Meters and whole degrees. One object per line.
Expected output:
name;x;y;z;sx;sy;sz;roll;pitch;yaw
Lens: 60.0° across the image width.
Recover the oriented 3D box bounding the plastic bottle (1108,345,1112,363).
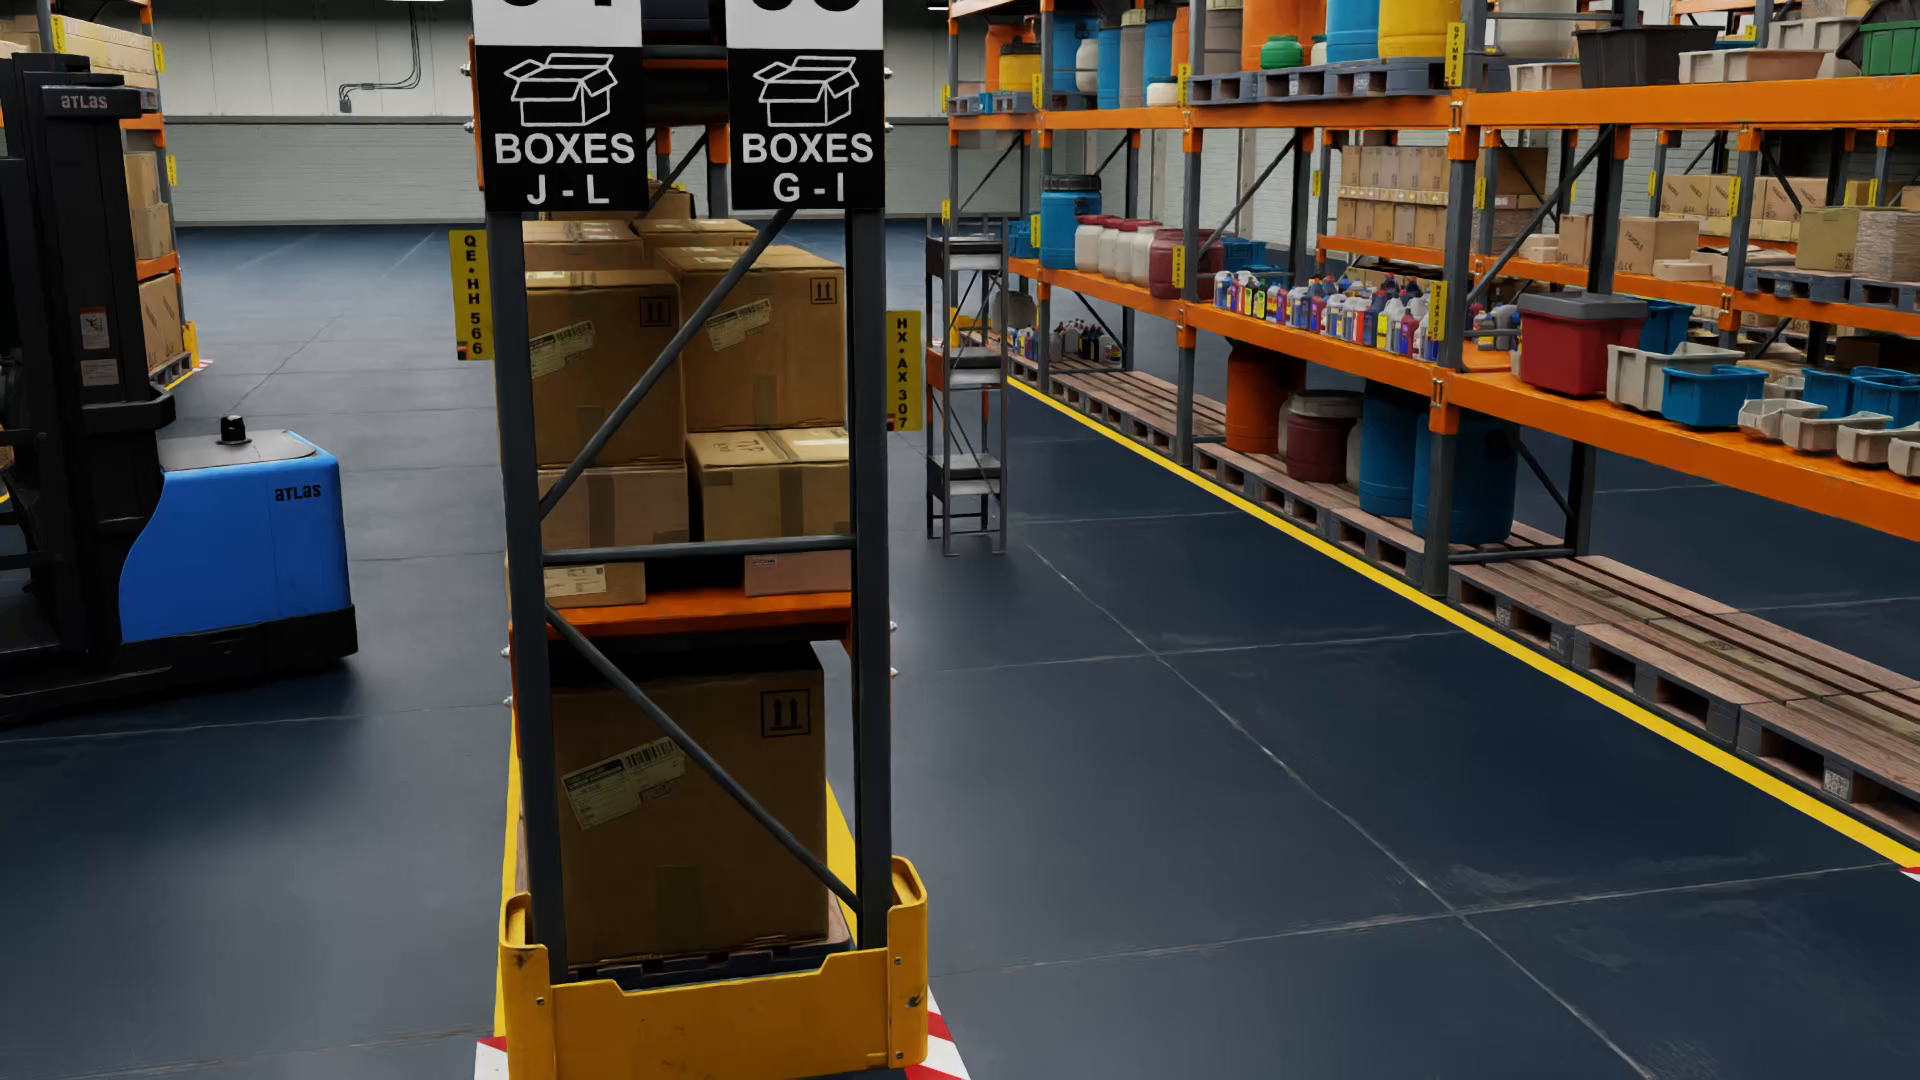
plastic bottle;1.629;-1.986;17.705;0.097;0.201;0.097;0;14;0

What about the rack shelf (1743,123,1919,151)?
rack shelf;7.527;-3.009;12.119;1.077;0.370;4.000;-3;14;-13

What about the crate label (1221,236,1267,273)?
crate label;2.271;-2.349;14.147;0.502;0.435;0.616;-3;14;-13

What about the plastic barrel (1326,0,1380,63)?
plastic barrel;2.631;-3.455;10.486;0.600;0.901;0.708;-3;14;-13

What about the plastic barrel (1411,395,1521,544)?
plastic barrel;3.070;-0.476;10.091;0.600;0.901;0.708;-3;14;-13

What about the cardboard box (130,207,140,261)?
cardboard box;-9.006;-3.132;17.110;0.875;0.550;0.550;-3;14;-13

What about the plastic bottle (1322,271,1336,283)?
plastic bottle;2.805;-1.908;12.663;0.061;0.283;0.133;-3;14;-13

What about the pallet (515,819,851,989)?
pallet;-0.958;1.209;5.536;1.003;0.211;1.213;-3;14;-13

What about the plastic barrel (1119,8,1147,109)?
plastic barrel;1.786;-4.455;15.465;0.600;0.901;0.600;0;14;0

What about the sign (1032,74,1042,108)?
sign;0.765;-4.444;16.457;0.100;0.325;0.005;-3;14;-13

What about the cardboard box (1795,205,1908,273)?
cardboard box;7.315;-2.476;13.648;0.700;0.500;0.500;-9;16;-32

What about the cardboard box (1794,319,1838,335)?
cardboard box;10.649;-2.799;20.404;0.500;0.500;0.500;-4;14;-17

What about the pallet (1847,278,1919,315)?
pallet;7.518;-1.821;12.466;1.003;0.211;1.213;-3;14;-13

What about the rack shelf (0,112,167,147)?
rack shelf;-8.827;-4.050;16.380;1.077;0.370;4.000;-3;14;-13

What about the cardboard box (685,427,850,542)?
cardboard box;-0.544;-0.163;4.965;0.500;0.250;0.500;-4;14;-15

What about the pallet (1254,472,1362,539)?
pallet;2.750;-0.273;11.598;1.003;0.211;1.213;-3;14;-13

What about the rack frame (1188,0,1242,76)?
rack frame;2.241;-5.002;12.440;1.000;3.000;0.127;-3;14;-13

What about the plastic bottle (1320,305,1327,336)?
plastic bottle;2.430;-1.452;10.967;0.097;0.201;0.097;0;14;0

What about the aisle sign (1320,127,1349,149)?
aisle sign;4.865;-5.469;21.516;0.394;0.787;0.004;-3;14;-13

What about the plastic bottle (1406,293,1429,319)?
plastic bottle;2.787;-1.343;10.207;0.144;0.351;0.185;-3;14;-13

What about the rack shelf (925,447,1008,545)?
rack shelf;0.039;-0.289;10.691;0.431;0.518;0.480;-3;14;-13

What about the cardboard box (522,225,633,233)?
cardboard box;-1.661;-1.086;7.161;0.500;0.500;0.500;-3;14;-13

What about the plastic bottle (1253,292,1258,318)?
plastic bottle;2.170;-1.707;12.014;0.097;0.201;0.097;0;14;0

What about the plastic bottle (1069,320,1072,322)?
plastic bottle;1.265;-2.402;19.236;0.061;0.283;0.133;-3;14;-12

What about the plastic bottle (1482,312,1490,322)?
plastic bottle;3.333;-1.332;10.475;0.097;0.201;0.097;0;14;0

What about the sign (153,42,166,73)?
sign;-8.766;-5.280;18.199;0.100;0.325;0.005;-3;14;-13

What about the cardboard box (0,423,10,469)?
cardboard box;-7.473;-0.815;11.798;1.050;0.750;0.750;-3;14;-14

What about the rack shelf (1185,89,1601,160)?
rack shelf;2.711;-2.734;10.993;1.077;0.370;4.000;-3;14;-13

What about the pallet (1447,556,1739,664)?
pallet;3.391;0.357;9.020;1.003;0.211;1.213;-3;14;-13

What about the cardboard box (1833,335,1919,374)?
cardboard box;7.522;-1.511;13.552;0.500;0.250;0.500;-3;14;-11

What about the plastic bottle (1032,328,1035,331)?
plastic bottle;0.819;-2.200;18.407;0.061;0.283;0.133;-3;14;-13

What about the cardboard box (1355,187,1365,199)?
cardboard box;5.183;-4.351;20.839;0.380;0.149;0.250;-3;14;-13

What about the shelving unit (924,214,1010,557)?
shelving unit;0.039;-0.982;10.522;0.431;2.100;0.503;-3;14;-13

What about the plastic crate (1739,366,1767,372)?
plastic crate;3.705;-0.817;8.405;0.437;0.125;0.590;-3;14;-13

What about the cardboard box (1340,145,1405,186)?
cardboard box;5.288;-4.767;21.173;0.700;0.500;0.500;-3;14;-13

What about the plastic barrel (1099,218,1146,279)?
plastic barrel;1.486;-2.674;15.266;0.433;0.535;0.433;0;14;0

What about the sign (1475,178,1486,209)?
sign;5.579;-3.713;17.815;0.100;0.325;0.005;-3;14;-13

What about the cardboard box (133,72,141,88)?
cardboard box;-8.711;-4.758;17.196;0.380;0.149;0.250;-3;14;-13

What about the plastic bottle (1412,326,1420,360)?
plastic bottle;2.720;-1.166;9.800;0.097;0.201;0.097;0;14;0

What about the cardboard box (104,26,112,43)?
cardboard box;-8.470;-4.910;16.138;0.380;0.149;0.250;-3;14;-13

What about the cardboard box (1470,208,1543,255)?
cardboard box;6.007;-3.436;18.461;0.700;0.500;0.500;-4;14;-15

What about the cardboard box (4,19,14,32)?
cardboard box;-8.929;-4.697;15.265;0.380;0.149;0.250;-3;14;-12

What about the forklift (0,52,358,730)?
forklift;-4.526;-0.687;7.562;3.031;2.935;1.130;-9;17;-33

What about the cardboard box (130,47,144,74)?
cardboard box;-8.794;-4.973;17.233;0.500;0.250;0.500;-3;14;-13

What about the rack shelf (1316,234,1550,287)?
rack shelf;5.648;-3.398;20.029;1.077;0.370;4.000;-3;14;-13

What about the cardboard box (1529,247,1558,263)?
cardboard box;6.127;-2.948;17.202;0.380;0.149;0.250;-3;14;-13

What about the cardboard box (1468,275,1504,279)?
cardboard box;6.078;-2.873;19.696;0.500;0.500;0.500;-3;14;-13

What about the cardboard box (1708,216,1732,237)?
cardboard box;10.048;-4.055;21.479;0.500;0.250;0.500;-4;14;-14

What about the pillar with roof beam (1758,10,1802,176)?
pillar with roof beam;6.813;-7.046;20.808;9.100;9.000;0.400;-3;14;-13

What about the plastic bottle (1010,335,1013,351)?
plastic bottle;0.613;-2.227;18.691;0.097;0.201;0.097;0;14;0

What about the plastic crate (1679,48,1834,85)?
plastic crate;3.394;-2.034;7.167;0.437;0.136;0.530;-3;14;-13
